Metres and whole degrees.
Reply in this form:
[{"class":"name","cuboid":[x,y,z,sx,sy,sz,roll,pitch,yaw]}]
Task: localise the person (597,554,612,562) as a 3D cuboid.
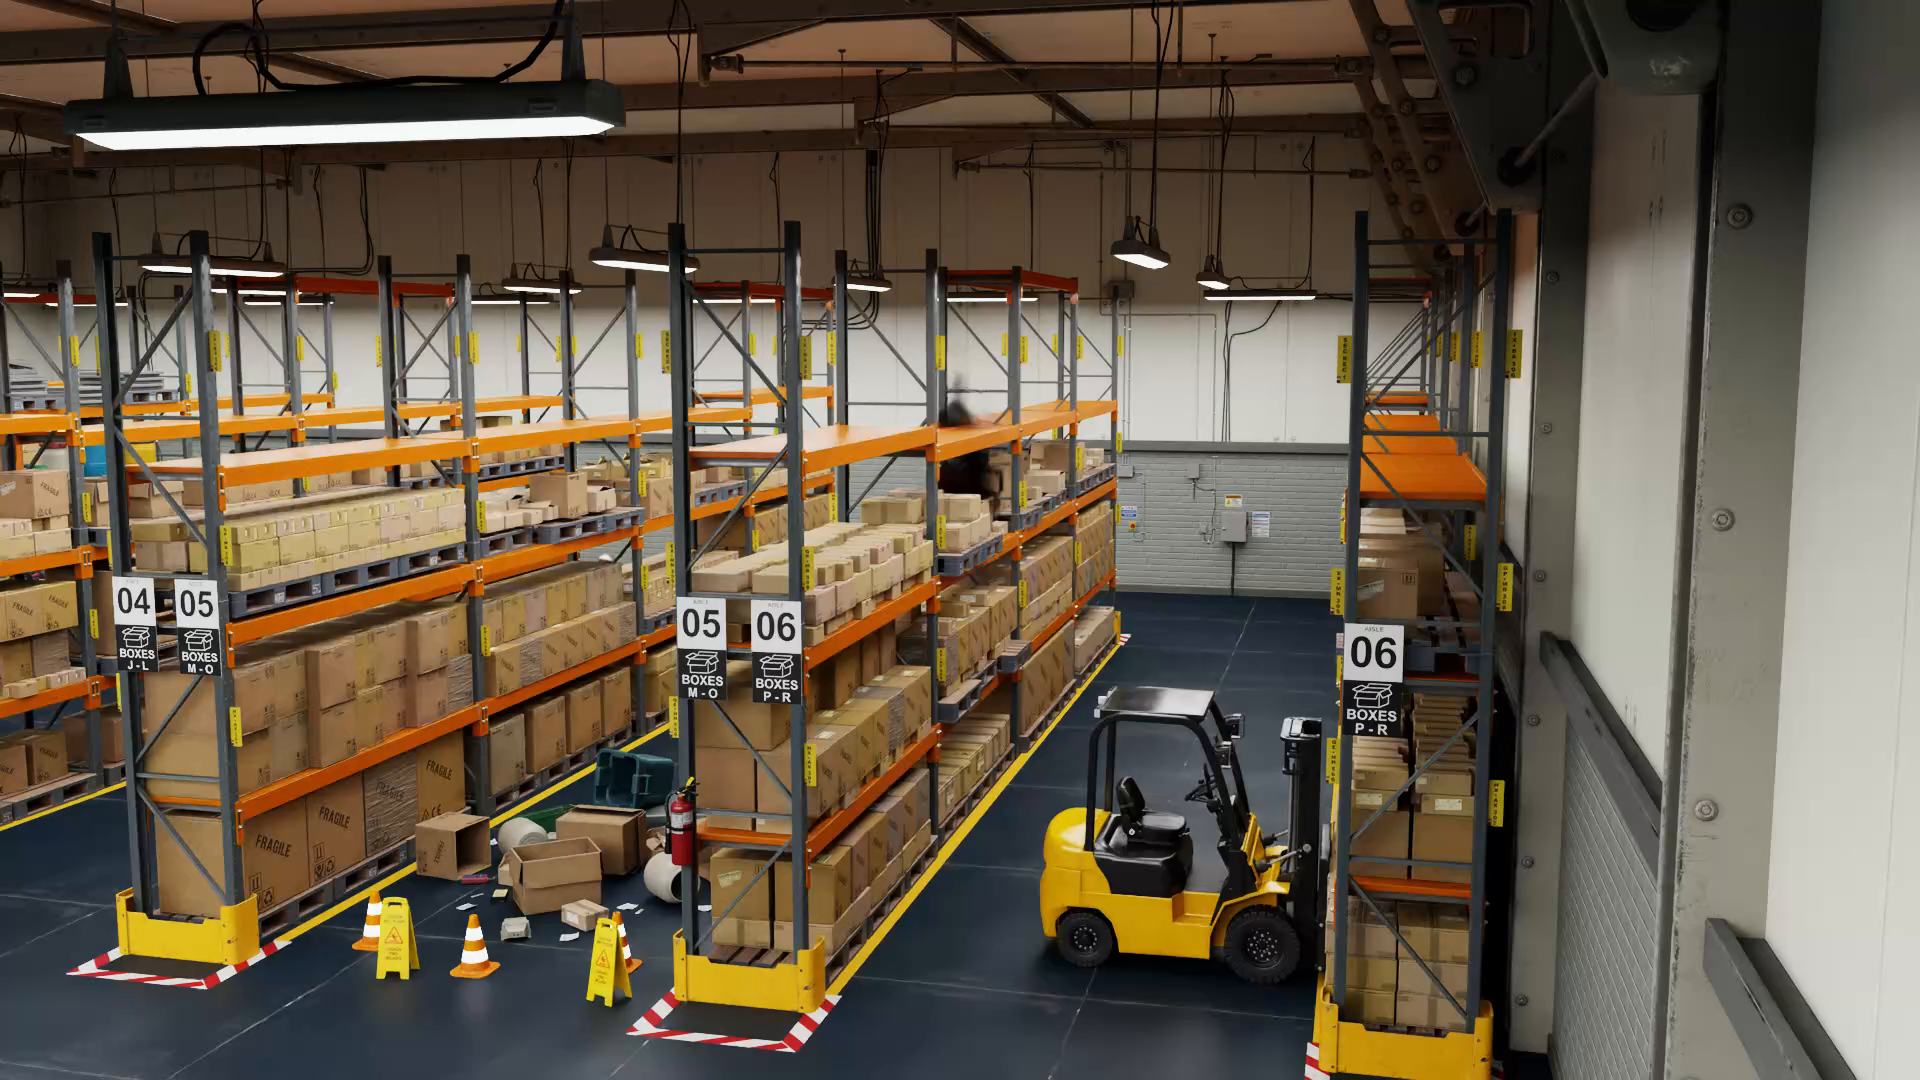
[{"class":"person","cuboid":[-5.498,1.131,25.801,0.633,1.842,0.743,2,7,15]}]
